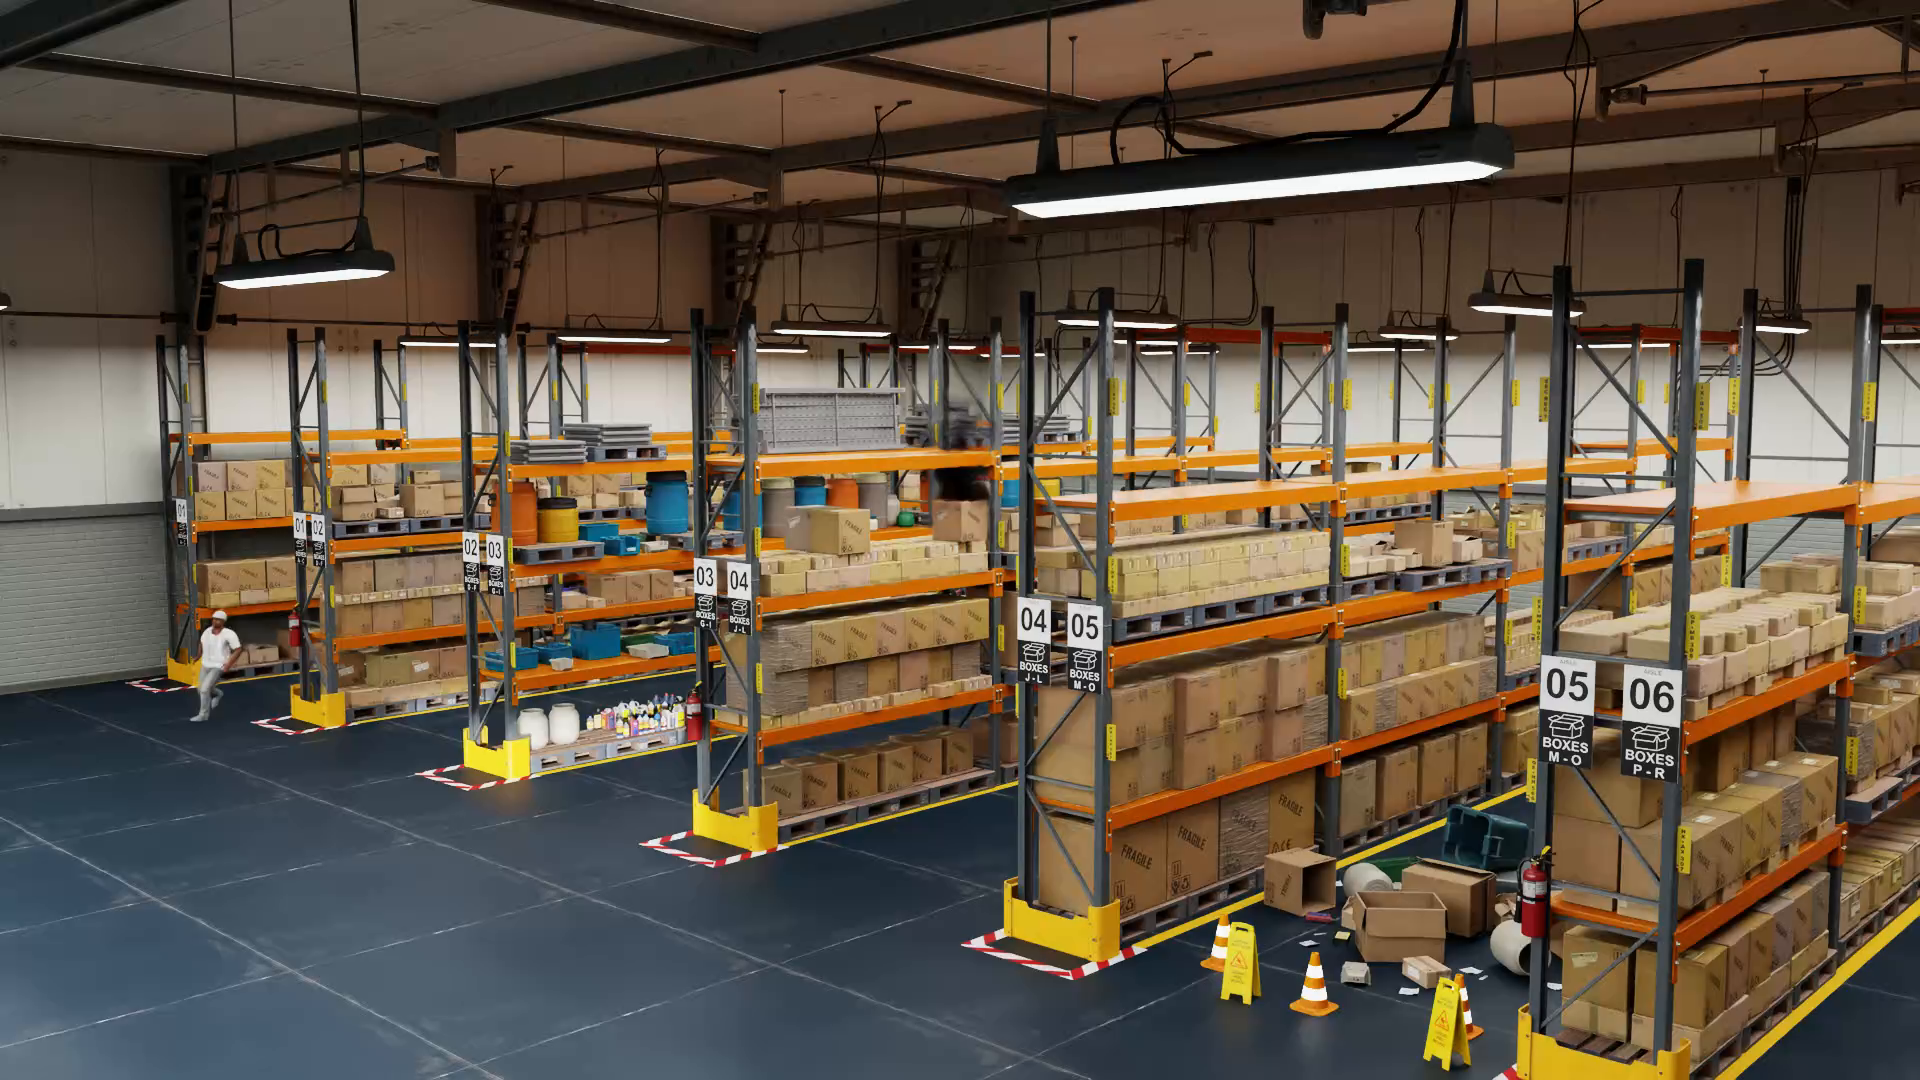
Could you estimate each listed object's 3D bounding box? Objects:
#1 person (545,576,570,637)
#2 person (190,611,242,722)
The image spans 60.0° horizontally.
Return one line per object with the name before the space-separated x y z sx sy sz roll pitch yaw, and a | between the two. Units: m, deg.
person | -7.427 1.497 30.977 0.542 1.556 0.869 3 6 30
person | -11.417 1.924 25.521 0.749 1.698 0.658 1 6 15
